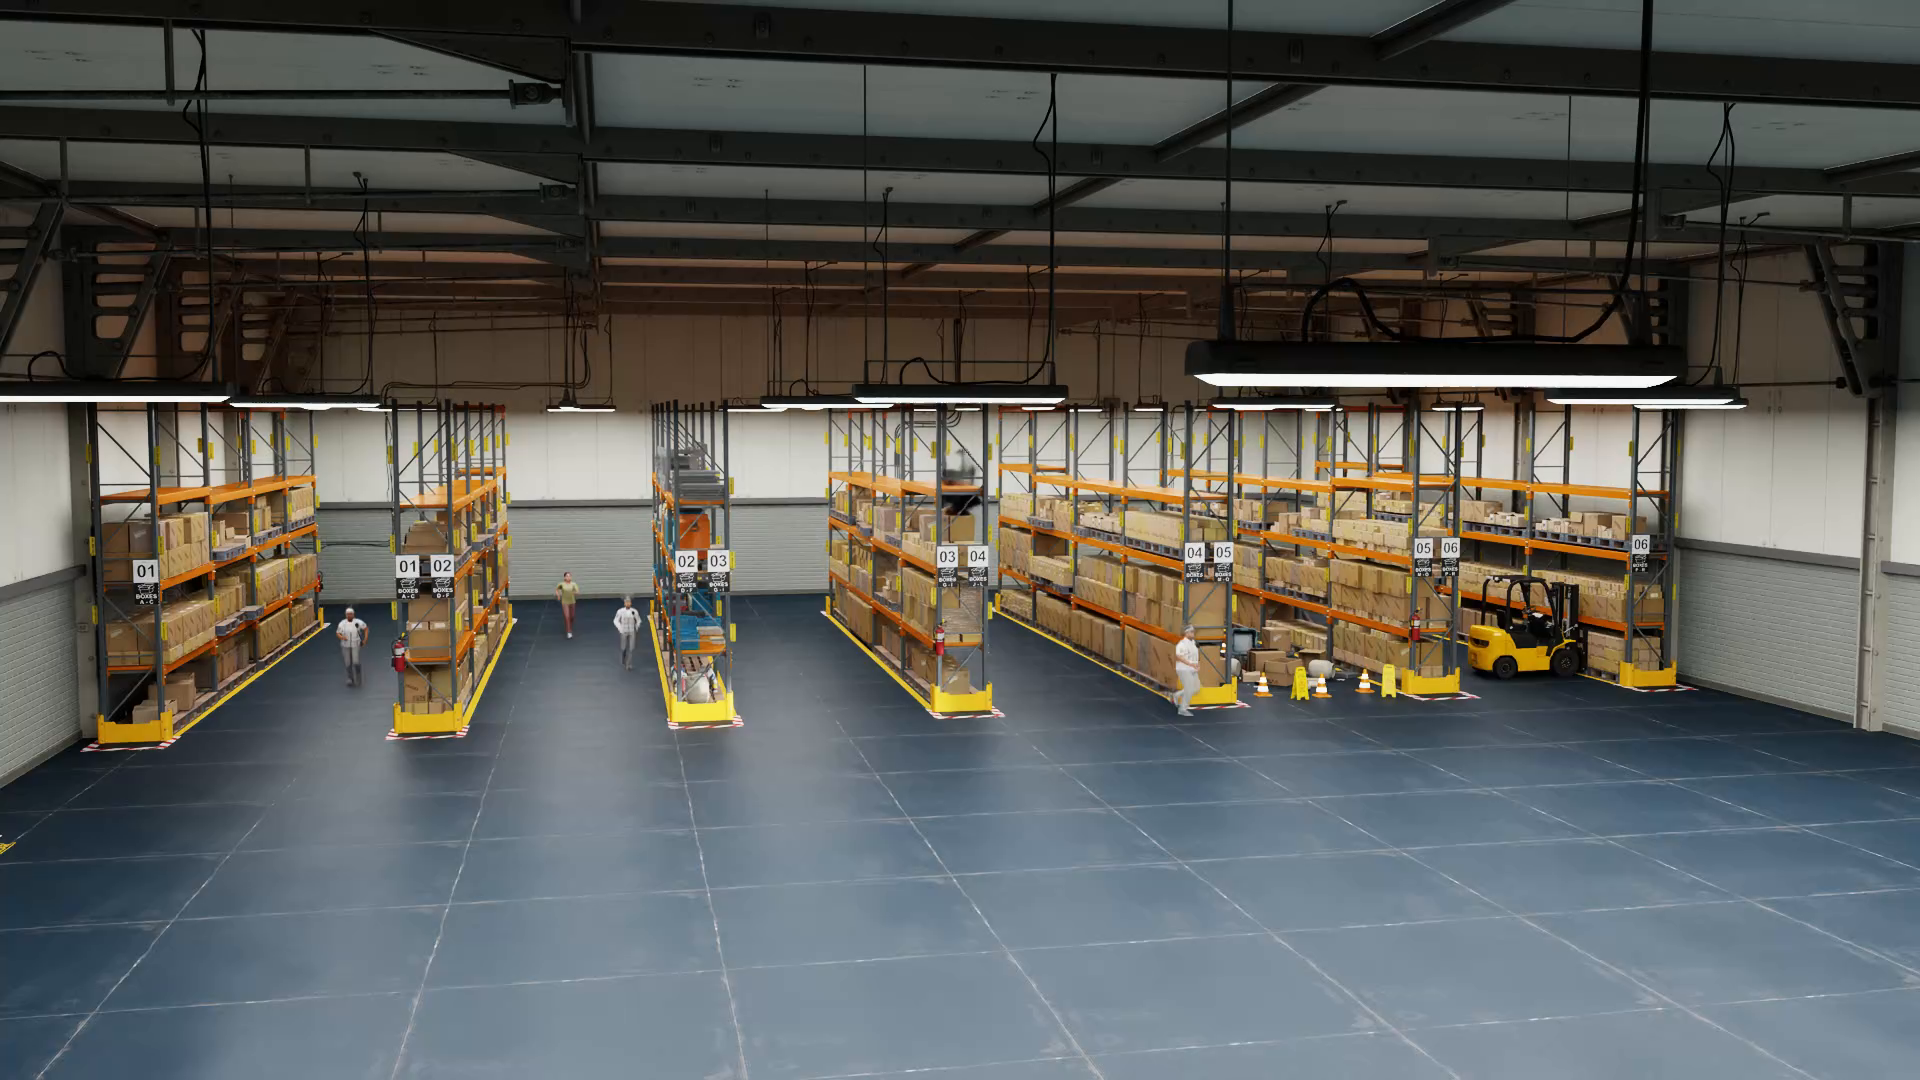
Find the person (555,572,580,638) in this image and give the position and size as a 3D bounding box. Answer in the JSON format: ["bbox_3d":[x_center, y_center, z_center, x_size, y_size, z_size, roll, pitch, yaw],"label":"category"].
[{"bbox_3d":[-10.080,1.641,42.808,0.575,1.651,0.970,-2,5,-25],"label":"person"}]

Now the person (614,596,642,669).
[{"bbox_3d":[-7.472,2.078,37.457,0.614,1.643,0.571,-1,4,-16],"label":"person"}]

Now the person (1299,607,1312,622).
[{"bbox_3d":[9.193,1.561,44.299,0.580,1.668,0.921,-1,4,-14],"label":"person"}]

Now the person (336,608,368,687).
[{"bbox_3d":[-12.781,2.281,34.966,0.619,1.711,0.682,-1,4,-14],"label":"person"}]

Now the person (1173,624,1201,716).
[{"bbox_3d":[4.349,2.473,31.791,0.639,1.747,0.711,3,5,33],"label":"person"}]
